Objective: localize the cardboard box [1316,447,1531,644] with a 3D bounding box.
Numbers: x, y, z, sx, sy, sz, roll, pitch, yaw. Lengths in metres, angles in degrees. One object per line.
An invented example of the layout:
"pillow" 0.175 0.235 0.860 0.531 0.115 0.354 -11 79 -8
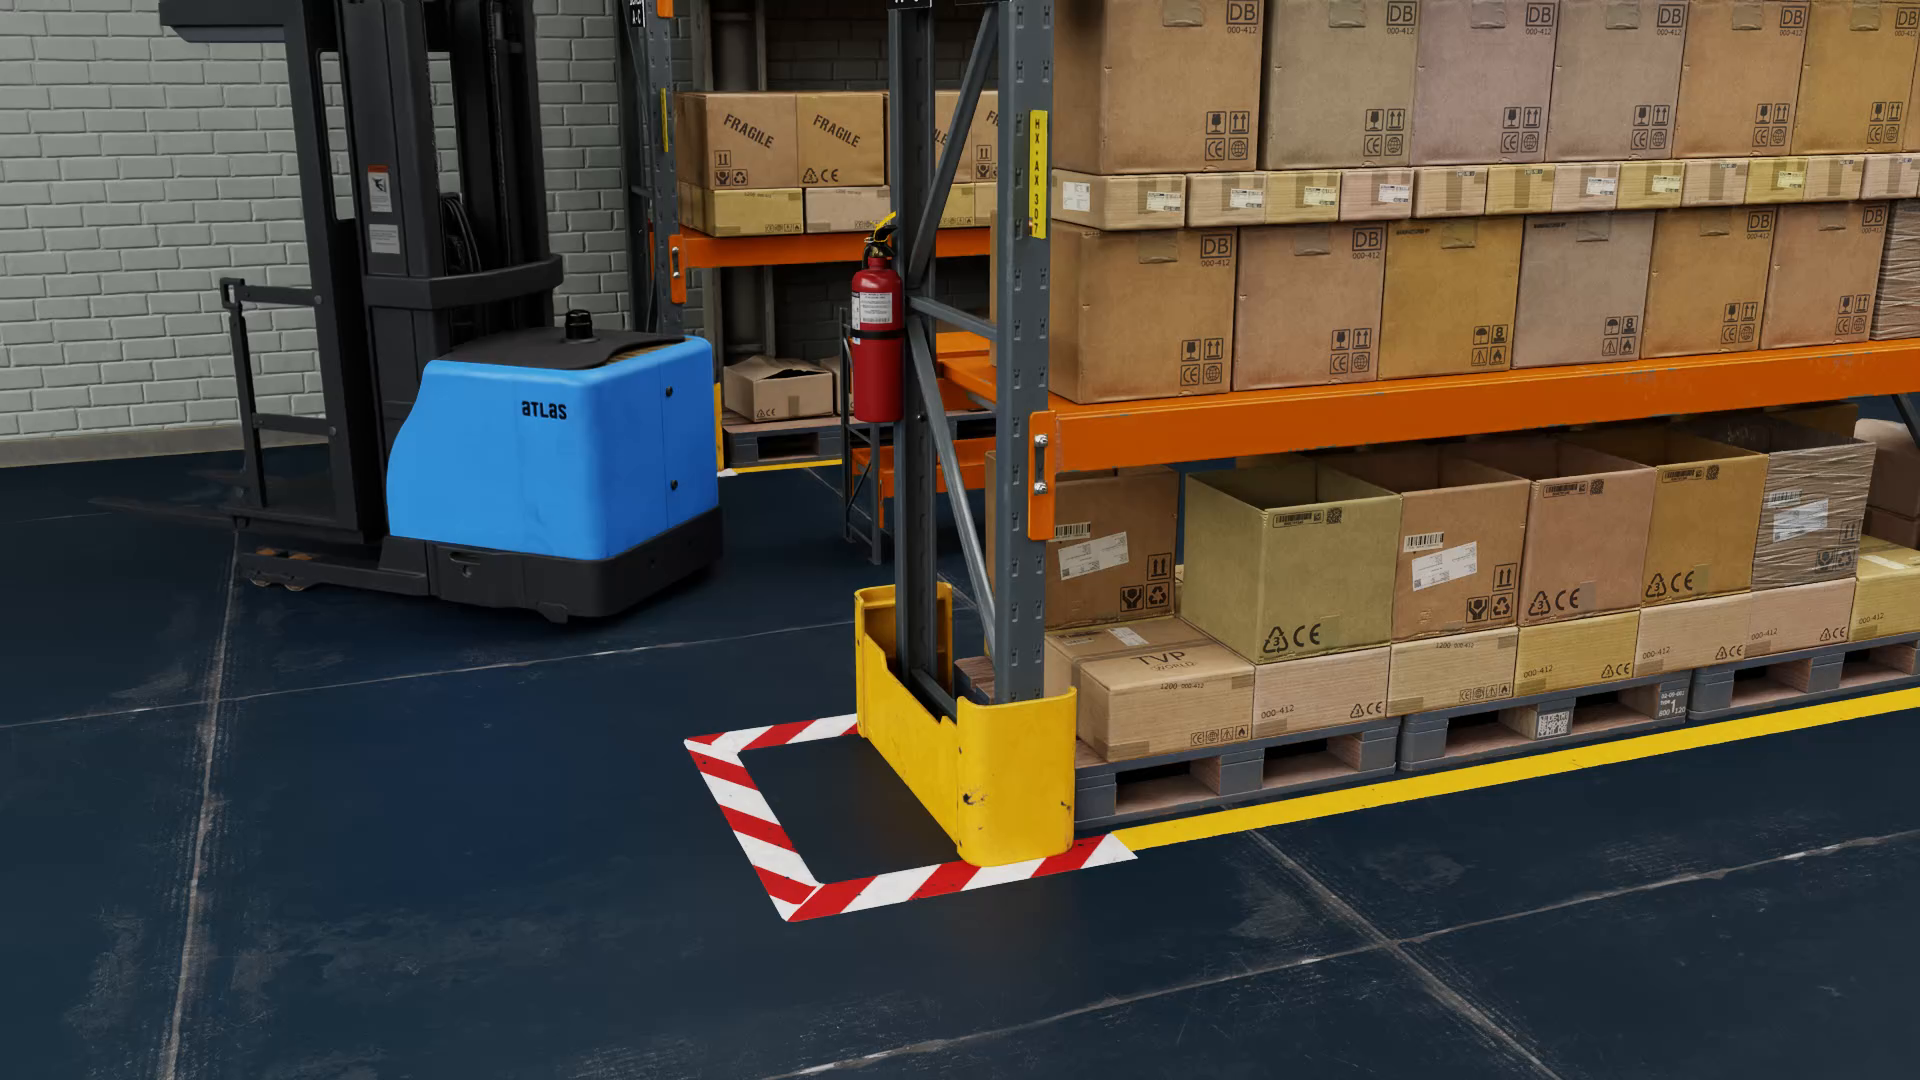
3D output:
"cardboard box" 1.521 0.005 5.562 0.500 0.500 0.500 -6 17 -20

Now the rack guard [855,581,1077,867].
"rack guard" -0.011 0.549 5.342 0.348 0.500 1.175 -6 17 -20

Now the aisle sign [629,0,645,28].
"aisle sign" -1.724 -3.117 8.775 0.004 0.787 0.394 -6 17 -20

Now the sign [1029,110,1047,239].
"sign" 0.205 -0.960 4.366 0.005 0.325 0.100 -6 17 -20

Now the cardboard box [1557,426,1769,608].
"cardboard box" 2.455 -0.095 5.903 0.500 0.500 0.500 -6 17 -20

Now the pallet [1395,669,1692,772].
"pallet" 1.848 0.475 6.106 1.213 0.211 1.003 -6 17 -20

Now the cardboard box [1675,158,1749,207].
"cardboard box" 2.383 -1.204 5.546 0.250 0.149 0.380 -6 17 -18

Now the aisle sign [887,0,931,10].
"aisle sign" -0.155 -1.971 4.872 0.004 0.787 0.394 -6 17 -20

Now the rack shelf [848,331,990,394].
"rack shelf" 0.006 -0.821 7.860 1.000 0.278 0.538 -6 17 -20

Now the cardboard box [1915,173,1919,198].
"cardboard box" 3.338 -1.307 5.898 0.250 0.149 0.380 -7 18 -21

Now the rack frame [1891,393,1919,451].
"rack frame" 3.747 -1.056 6.372 0.127 3.000 1.000 -6 17 -20

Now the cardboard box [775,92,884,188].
"cardboard box" -0.746 -2.270 9.403 0.500 0.500 0.500 -6 17 -20

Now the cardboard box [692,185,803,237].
"cardboard box" -1.195 -1.859 9.337 0.500 0.250 0.500 -7 18 -22

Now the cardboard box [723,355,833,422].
"cardboard box" -1.086 -0.923 9.909 0.500 0.311 0.500 -8 18 -26

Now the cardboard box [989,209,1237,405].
"cardboard box" 0.452 -0.745 5.133 0.500 0.500 0.700 -6 17 -20

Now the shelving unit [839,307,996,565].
"shelving unit" 0.006 -0.540 7.942 1.048 1.125 0.538 -6 17 -20

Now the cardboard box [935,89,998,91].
"cardboard box" 0.025 -2.509 10.218 0.500 0.500 0.500 -6 17 -19

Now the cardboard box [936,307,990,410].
"cardboard box" 0.149 -1.132 10.285 0.500 0.500 0.700 -7 18 -24

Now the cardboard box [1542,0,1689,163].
"cardboard box" 1.929 -1.529 5.500 0.500 0.500 0.700 -6 17 -20

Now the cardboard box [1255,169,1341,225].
"cardboard box" 0.934 -1.047 5.012 0.250 0.149 0.380 -6 17 -20

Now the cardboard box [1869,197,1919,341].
"cardboard box" 3.335 -1.058 6.199 0.500 0.500 0.700 -7 18 -22

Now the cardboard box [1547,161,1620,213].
"cardboard box" 1.891 -1.150 5.361 0.250 0.149 0.380 -6 17 -20

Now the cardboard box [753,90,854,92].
"cardboard box" -0.927 -2.405 9.864 0.500 0.500 0.500 -6 17 -19

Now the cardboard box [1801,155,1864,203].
"cardboard box" 2.849 -1.253 5.714 0.250 0.149 0.380 -6 17 -20

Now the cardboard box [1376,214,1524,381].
"cardboard box" 1.407 -0.847 5.483 0.500 0.500 0.700 -6 17 -20

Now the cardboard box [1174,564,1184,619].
"cardboard box" 0.869 0.279 5.958 0.500 0.250 0.500 -6 17 -20

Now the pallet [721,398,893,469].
"pallet" -0.922 -0.698 10.101 1.213 0.211 1.003 -6 17 -20

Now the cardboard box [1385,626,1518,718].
"cardboard box" 1.525 0.368 5.657 0.500 0.250 0.500 -6 17 -20

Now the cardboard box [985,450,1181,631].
"cardboard box" 0.406 -0.027 5.672 0.500 0.500 0.500 -6 17 -20

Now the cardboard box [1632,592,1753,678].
"cardboard box" 2.460 0.268 5.997 0.500 0.250 0.500 -6 17 -20

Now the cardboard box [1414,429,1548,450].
"cardboard box" 1.802 -0.182 6.198 0.500 0.500 0.500 -6 17 -20

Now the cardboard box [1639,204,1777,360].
"cardboard box" 2.375 -0.953 5.844 0.500 0.500 0.700 -6 17 -19

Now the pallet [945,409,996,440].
"pallet" 0.215 -0.820 10.517 1.213 0.211 1.003 -6 17 -20

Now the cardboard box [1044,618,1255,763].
"cardboard box" 0.592 0.469 5.311 0.500 0.250 0.500 -6 17 -20

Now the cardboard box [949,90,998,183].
"cardboard box" 0.217 -2.375 9.763 0.500 0.500 0.500 -6 17 -18

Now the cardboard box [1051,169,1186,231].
"cardboard box" 0.455 -0.995 4.835 0.250 0.149 0.380 -6 18 -20

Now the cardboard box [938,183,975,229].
"cardboard box" -0.238 -1.965 9.697 0.500 0.250 0.500 -6 18 -21

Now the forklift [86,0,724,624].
"forklift" -2.649 -1.308 7.350 3.031 2.935 1.130 6 18 21

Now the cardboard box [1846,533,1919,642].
"cardboard box" 3.392 0.166 6.345 0.500 0.250 0.500 -6 17 -20

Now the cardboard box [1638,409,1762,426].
"cardboard box" 2.738 -0.281 6.537 0.500 0.500 0.500 -6 17 -20

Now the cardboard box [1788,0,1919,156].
"cardboard box" 2.863 -1.629 5.842 0.500 0.500 0.700 -6 17 -20

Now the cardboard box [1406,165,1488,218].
"cardboard box" 1.419 -1.100 5.190 0.250 0.149 0.380 -7 18 -22

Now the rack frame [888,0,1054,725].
"rack frame" 0.012 -0.653 4.998 0.127 3.000 1.000 -6 17 -20

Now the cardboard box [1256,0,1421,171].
"cardboard box" 0.991 -1.427 5.154 0.500 0.500 0.700 -7 18 -22

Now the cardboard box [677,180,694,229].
"cardboard box" -1.397 -1.992 9.788 0.500 0.250 0.500 -6 17 -19

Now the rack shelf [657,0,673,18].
"rack shelf" 0.103 -3.252 9.801 4.000 0.370 1.077 -6 17 -20
